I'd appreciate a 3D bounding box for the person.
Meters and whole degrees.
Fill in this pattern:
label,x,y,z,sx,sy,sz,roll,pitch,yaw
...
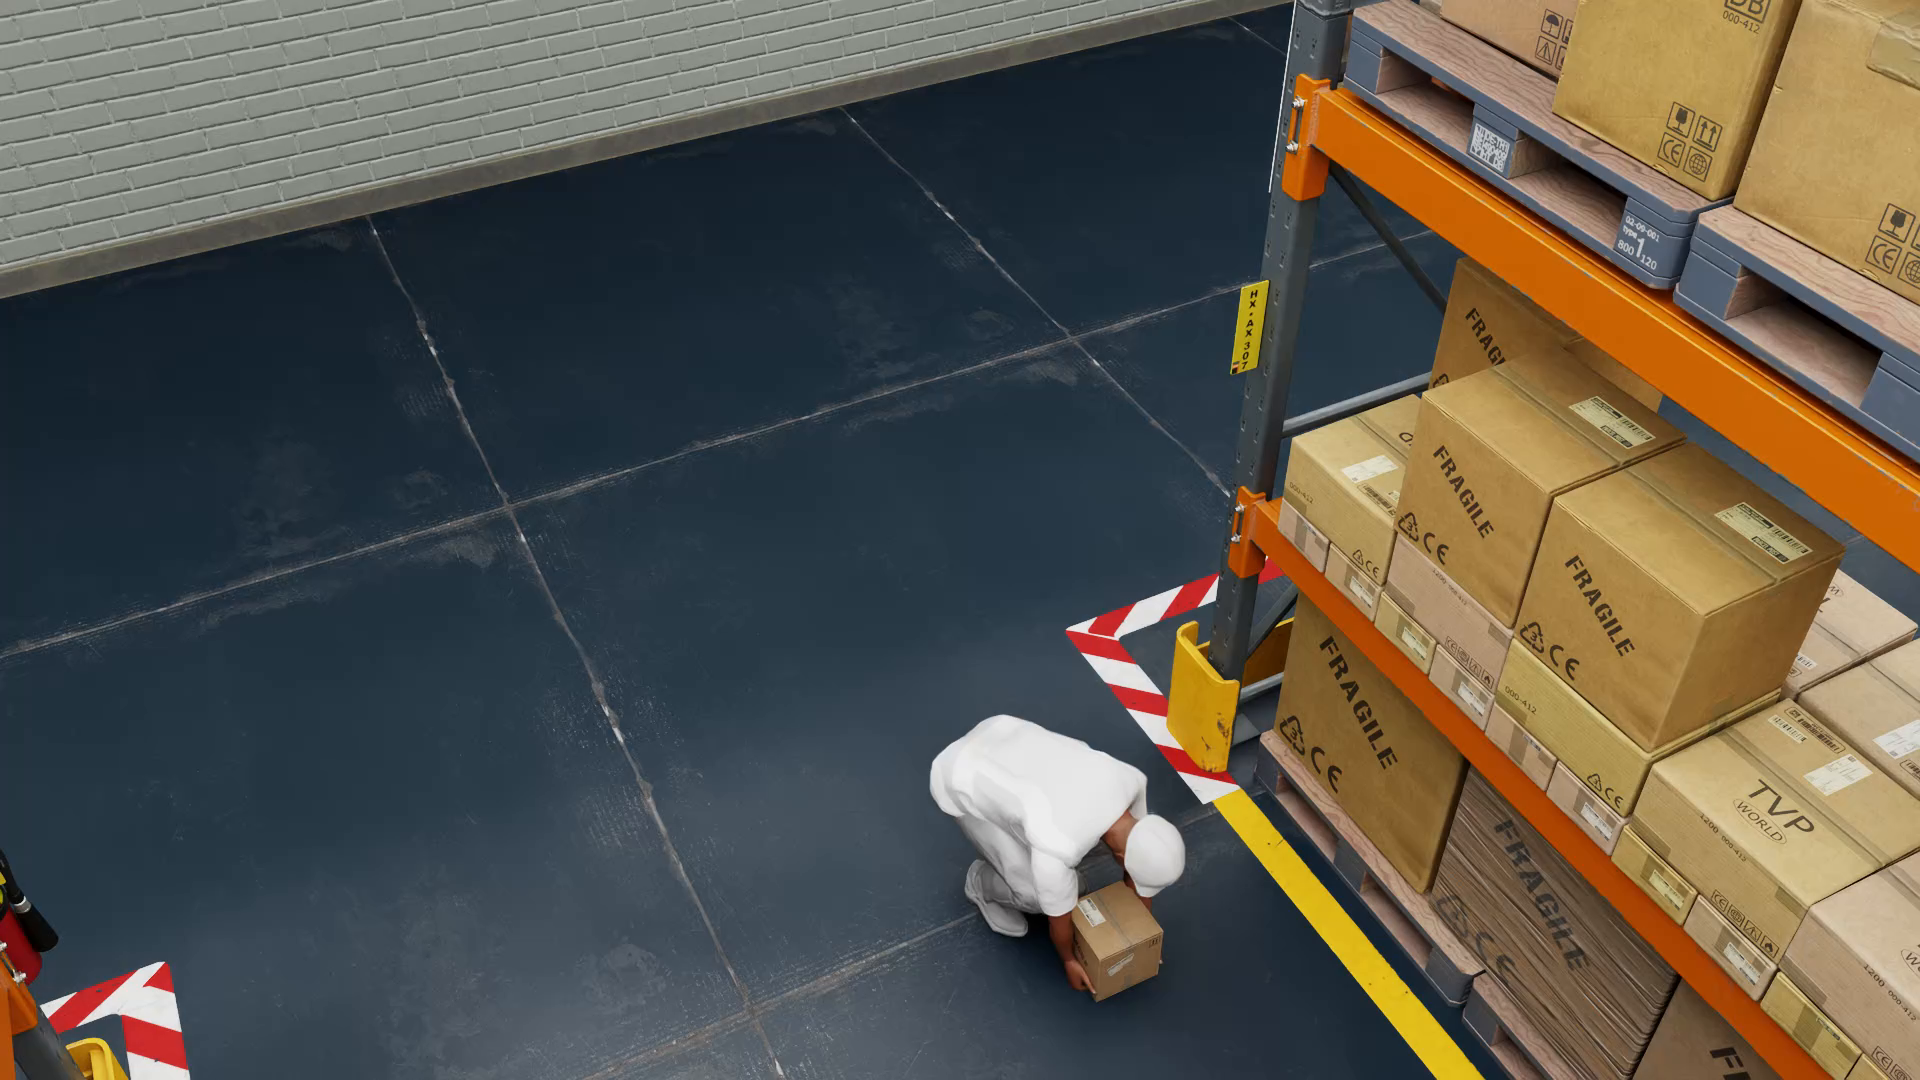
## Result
label,x,y,z,sx,sy,sz,roll,pitch,yaw
person,0.350,1.041,5.698,0.525,0.815,0.966,-32,50,-32
